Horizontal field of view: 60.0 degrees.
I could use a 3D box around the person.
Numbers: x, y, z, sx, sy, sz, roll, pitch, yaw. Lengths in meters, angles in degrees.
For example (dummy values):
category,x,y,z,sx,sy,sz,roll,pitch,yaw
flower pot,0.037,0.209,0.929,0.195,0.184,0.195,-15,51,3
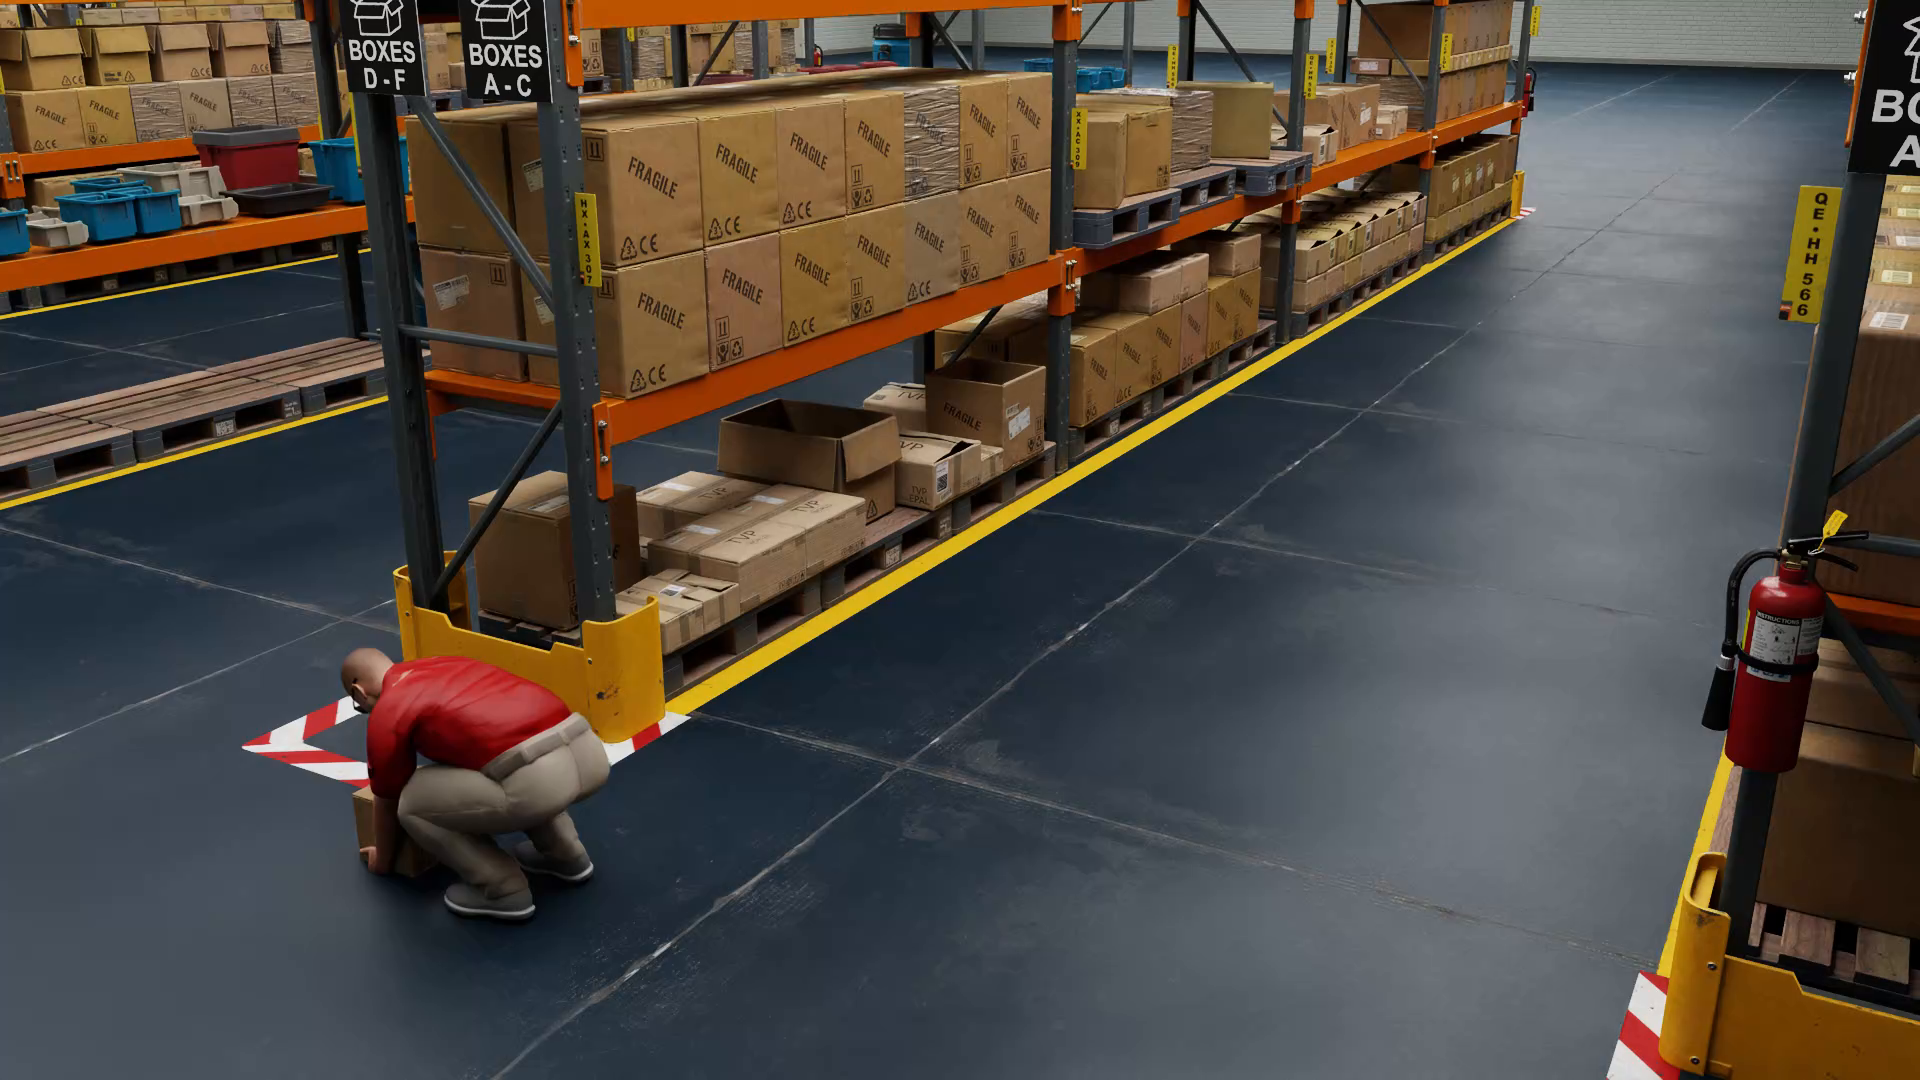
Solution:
category,x,y,z,sx,sy,sz,roll,pitch,yaw
person,-1.581,0.775,5.392,0.922,0.797,0.530,10,22,26
